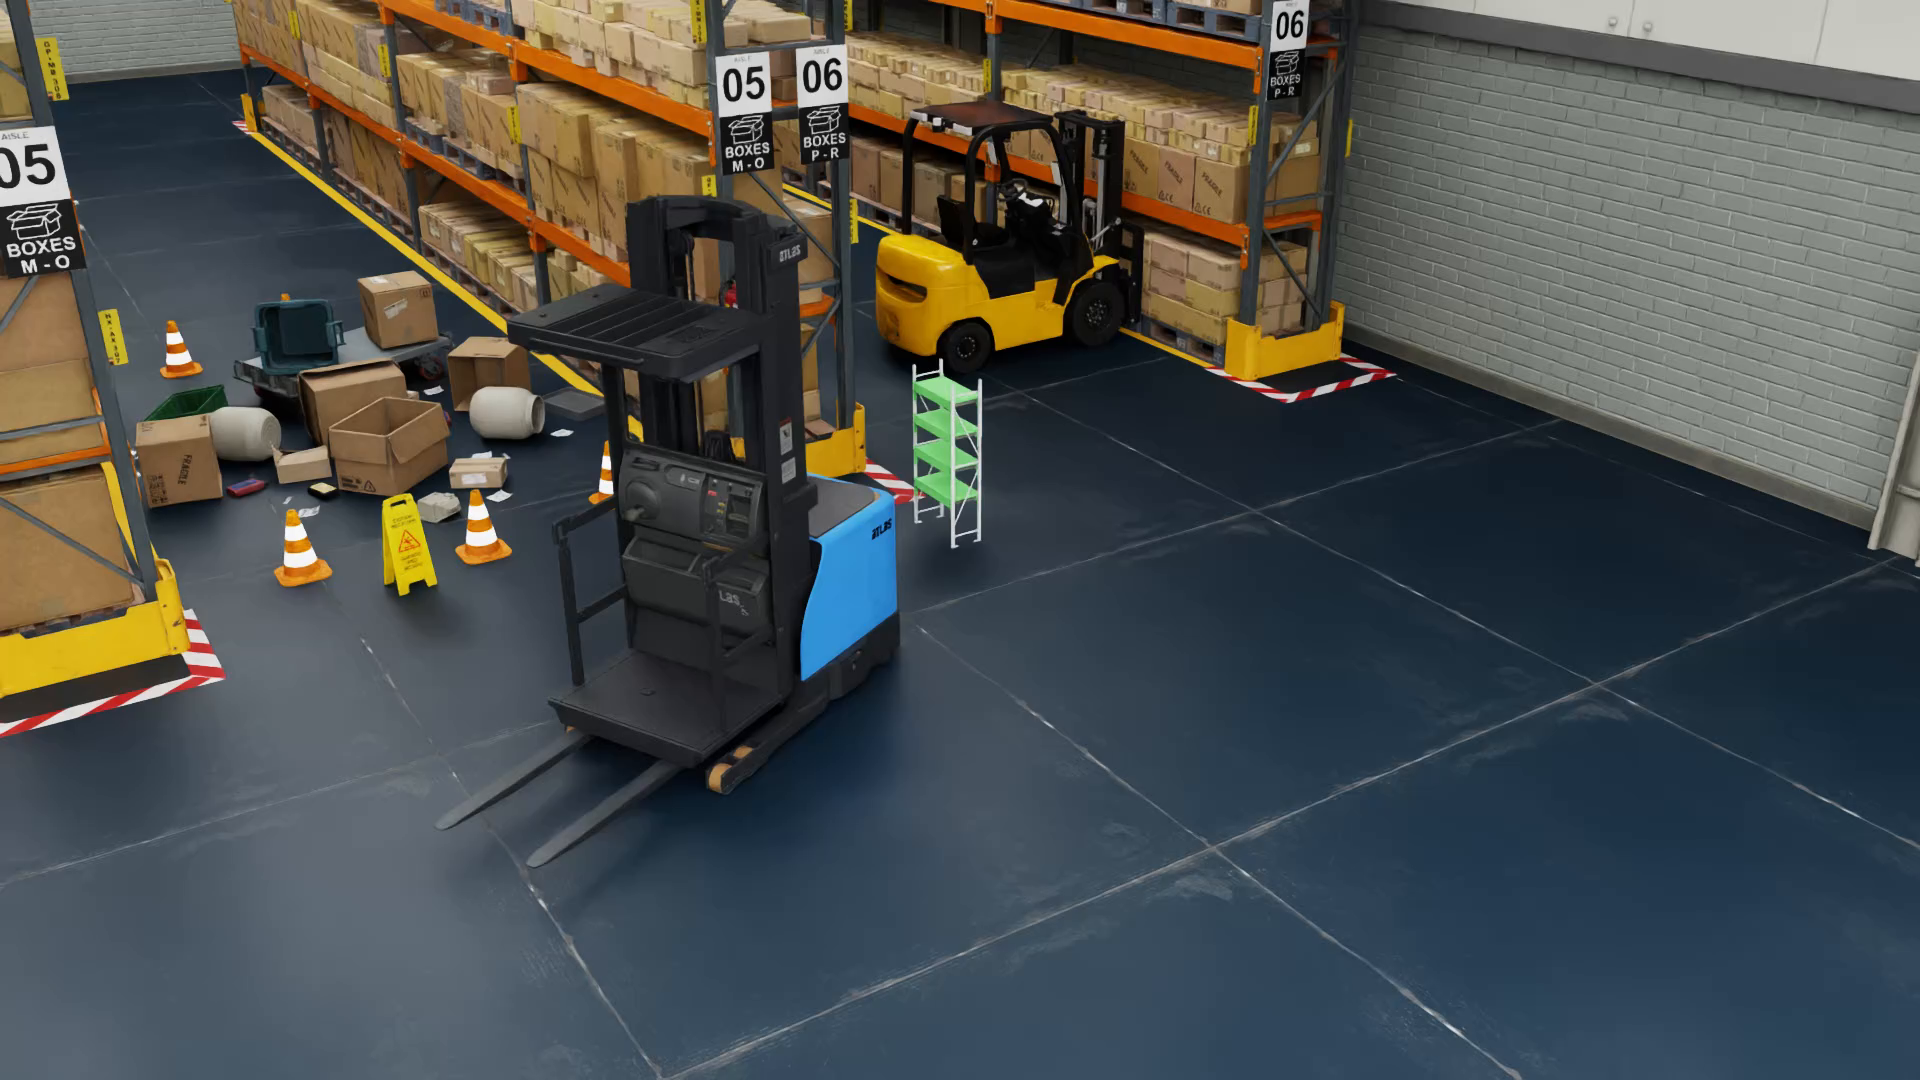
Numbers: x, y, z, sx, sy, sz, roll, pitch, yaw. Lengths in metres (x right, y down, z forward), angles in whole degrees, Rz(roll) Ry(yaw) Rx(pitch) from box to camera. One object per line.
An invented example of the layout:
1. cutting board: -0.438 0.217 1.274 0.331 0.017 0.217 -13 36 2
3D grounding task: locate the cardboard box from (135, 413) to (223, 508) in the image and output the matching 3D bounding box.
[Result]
1. cardboard box: -5.812 -0.595 12.385 0.500 0.500 0.500 -10 27 -21

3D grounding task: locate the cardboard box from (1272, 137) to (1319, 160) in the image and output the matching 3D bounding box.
1. cardboard box: 2.946 -3.478 14.689 0.380 0.149 0.250 -16 30 -31

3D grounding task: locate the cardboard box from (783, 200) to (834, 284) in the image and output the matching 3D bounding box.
1. cardboard box: -1.270 -2.213 12.422 0.500 0.500 0.500 -16 30 -30

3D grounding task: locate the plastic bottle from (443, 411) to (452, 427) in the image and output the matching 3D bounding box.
1. plastic bottle: -4.294 -1.003 13.765 0.133 0.061 0.283 -10 27 -21

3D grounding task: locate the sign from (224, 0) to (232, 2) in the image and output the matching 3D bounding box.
1. sign: -10.446 -7.822 23.662 0.100 0.325 0.005 -16 29 -30

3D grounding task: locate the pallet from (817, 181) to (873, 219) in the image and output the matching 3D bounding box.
1. pallet: -1.037 -4.254 20.477 1.003 0.211 1.213 -16 29 -30

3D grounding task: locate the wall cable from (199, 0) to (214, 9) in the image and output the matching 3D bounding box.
1. wall cable: -13.075 -10.007 28.170 0.585 1.953 0.123 -16 29 -30

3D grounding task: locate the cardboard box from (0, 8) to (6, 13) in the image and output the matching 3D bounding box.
1. cardboard box: -5.944 -3.097 9.996 0.380 0.149 0.250 -16 30 -30

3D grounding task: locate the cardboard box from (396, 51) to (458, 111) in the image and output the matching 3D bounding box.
1. cardboard box: -5.559 -4.816 17.442 0.500 0.500 0.500 -16 30 -31

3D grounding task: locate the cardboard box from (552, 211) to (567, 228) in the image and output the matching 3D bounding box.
1. cardboard box: -3.342 -2.851 14.532 0.380 0.149 0.250 -15 29 -28

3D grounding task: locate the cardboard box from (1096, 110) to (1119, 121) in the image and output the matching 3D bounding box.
1. cardboard box: 1.511 -3.994 15.782 0.380 0.149 0.250 -16 30 -31

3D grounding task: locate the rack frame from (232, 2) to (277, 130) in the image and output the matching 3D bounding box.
1. rack frame: -9.978 -7.522 24.133 1.000 3.000 0.127 -16 29 -30

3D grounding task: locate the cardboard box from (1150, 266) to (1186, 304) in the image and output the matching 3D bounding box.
1. cardboard box: 2.121 -2.413 15.454 0.500 0.250 0.500 -16 30 -30

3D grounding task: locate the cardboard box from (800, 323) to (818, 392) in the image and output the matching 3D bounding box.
1. cardboard box: -1.465 -1.446 13.113 0.500 0.500 0.500 -17 30 -31

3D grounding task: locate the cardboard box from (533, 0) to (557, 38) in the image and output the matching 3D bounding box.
1. cardboard box: -3.127 -4.250 13.515 0.500 0.250 0.500 -16 30 -30

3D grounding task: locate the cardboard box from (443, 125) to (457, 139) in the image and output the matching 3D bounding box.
1. cardboard box: -5.022 -4.189 16.874 0.380 0.149 0.250 -14 29 -27

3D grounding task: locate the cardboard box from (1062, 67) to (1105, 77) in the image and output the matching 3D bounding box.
1. cardboard box: 1.260 -4.718 16.968 0.380 0.149 0.250 -16 30 -31

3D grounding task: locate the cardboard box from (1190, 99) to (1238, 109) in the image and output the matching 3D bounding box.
1. cardboard box: 2.351 -3.974 15.391 0.380 0.149 0.250 -15 29 -28

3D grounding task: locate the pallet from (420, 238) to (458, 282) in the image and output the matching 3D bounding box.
1. pallet: -5.185 -3.120 18.074 1.003 0.211 1.213 -16 29 -30

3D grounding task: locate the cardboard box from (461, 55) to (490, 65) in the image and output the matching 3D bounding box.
1. cardboard box: -4.838 -4.750 17.304 0.500 0.500 0.500 -16 30 -30

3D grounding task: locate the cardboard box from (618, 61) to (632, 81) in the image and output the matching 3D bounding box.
1. cardboard box: -2.348 -3.569 12.540 0.380 0.149 0.250 -16 30 -31

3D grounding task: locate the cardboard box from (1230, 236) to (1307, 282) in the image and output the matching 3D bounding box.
1. cardboard box: 2.810 -2.572 15.205 0.500 0.250 0.500 -16 30 -30

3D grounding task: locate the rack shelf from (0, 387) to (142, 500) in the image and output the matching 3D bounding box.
1. rack shelf: -6.427 -1.000 11.159 1.077 0.370 4.000 -16 29 -30

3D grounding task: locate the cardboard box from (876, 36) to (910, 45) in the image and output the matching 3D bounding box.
1. cardboard box: -0.780 -5.914 19.849 0.380 0.149 0.250 -16 29 -30

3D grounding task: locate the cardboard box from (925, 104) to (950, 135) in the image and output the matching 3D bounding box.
1. cardboard box: -0.044 -4.618 18.157 0.500 0.250 0.500 -16 29 -30

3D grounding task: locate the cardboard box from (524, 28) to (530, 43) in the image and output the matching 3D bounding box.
1. cardboard box: -3.463 -4.303 14.094 0.380 0.149 0.250 -16 30 -30

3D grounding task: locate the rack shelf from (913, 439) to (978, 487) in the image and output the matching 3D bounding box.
1. rack shelf: -0.090 -0.544 11.609 0.258 0.148 0.480 -16 29 -30

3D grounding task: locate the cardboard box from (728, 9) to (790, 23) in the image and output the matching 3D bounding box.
1. cardboard box: -1.417 -3.664 11.807 0.380 0.149 0.250 -16 29 -30

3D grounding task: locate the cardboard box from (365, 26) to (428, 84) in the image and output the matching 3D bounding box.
1. cardboard box: -6.112 -5.282 18.100 0.500 0.500 0.500 -16 30 -31

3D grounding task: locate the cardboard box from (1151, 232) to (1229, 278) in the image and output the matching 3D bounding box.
1. cardboard box: 2.117 -2.630 15.327 0.500 0.250 0.500 -15 29 -29

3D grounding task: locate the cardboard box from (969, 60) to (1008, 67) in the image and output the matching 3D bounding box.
1. cardboard box: 0.323 -5.187 18.309 0.380 0.149 0.250 -16 30 -30

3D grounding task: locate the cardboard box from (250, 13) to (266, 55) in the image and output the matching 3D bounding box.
1. cardboard box: -9.394 -6.968 22.843 0.500 0.500 0.500 -16 29 -30

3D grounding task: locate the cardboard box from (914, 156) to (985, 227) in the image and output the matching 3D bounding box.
1. cardboard box: 0.018 -3.968 18.893 0.875 0.625 0.625 -16 30 -30

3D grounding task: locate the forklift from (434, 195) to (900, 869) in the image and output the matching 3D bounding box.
1. forklift: -1.545 -0.196 8.695 1.130 2.935 3.031 14 29 27

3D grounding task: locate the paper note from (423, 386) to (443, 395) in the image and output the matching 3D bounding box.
1. paper note: -4.567 -1.300 14.431 0.148 0.019 0.142 -16 29 -30

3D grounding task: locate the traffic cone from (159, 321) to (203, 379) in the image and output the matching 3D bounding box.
1. traffic cone: -6.986 -1.725 14.824 0.336 0.463 0.334 -16 29 -30

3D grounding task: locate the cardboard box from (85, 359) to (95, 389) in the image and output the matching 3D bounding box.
1. cardboard box: -6.095 -1.221 10.609 0.875 0.550 0.550 -16 29 -30

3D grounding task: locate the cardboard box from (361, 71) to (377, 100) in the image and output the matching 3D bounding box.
1. cardboard box: -6.371 -5.116 18.625 0.500 0.250 0.500 -16 30 -31

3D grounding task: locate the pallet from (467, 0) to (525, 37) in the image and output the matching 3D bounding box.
1. pallet: -3.675 -4.747 14.961 1.213 0.211 1.003 -16 29 -30

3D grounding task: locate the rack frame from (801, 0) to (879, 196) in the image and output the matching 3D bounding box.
1. rack frame: -1.454 -5.819 20.525 1.000 3.000 0.127 -16 29 -30

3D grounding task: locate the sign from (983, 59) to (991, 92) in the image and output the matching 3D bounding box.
1. sign: 0.281 -4.746 16.989 0.100 0.325 0.005 -16 29 -30

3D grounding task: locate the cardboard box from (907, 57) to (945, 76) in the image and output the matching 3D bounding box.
1. cardboard box: -0.365 -5.247 18.437 0.380 0.149 0.250 -15 29 -29

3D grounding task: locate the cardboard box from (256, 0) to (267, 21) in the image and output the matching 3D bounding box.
1. cardboard box: -9.106 -7.238 22.242 0.500 0.500 0.500 -15 29 -29

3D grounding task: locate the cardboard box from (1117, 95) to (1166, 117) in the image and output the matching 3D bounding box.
1. cardboard box: 1.699 -4.057 15.567 0.380 0.149 0.250 -15 29 -29

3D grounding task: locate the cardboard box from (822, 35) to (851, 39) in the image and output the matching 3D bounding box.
1. cardboard box: -1.526 -5.975 19.978 0.380 0.149 0.250 -15 29 -28

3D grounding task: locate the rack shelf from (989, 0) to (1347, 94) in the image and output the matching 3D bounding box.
1. rack shelf: 1.822 -4.704 15.492 1.077 0.370 4.000 -16 29 -30

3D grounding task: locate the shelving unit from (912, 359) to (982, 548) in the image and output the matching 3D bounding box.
1. shelving unit: -0.090 -0.602 11.582 0.258 1.200 0.503 -16 29 -30

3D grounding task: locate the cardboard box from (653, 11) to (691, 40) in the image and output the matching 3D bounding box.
1. cardboard box: -1.939 -3.643 11.763 0.380 0.149 0.250 -16 30 -30

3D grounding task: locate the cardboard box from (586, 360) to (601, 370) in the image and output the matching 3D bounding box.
1. cardboard box: -3.030 -1.714 14.559 0.500 0.250 0.500 -14 29 -27

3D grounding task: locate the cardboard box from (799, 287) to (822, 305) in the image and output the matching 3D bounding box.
1. cardboard box: -1.255 -1.856 12.424 0.380 0.149 0.250 -15 29 -29

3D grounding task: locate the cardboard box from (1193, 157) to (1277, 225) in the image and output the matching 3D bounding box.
1. cardboard box: 2.425 -3.118 14.686 0.500 0.500 0.500 -16 30 -31

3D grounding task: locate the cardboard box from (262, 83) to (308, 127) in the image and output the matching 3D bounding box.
1. cardboard box: -9.534 -6.341 24.140 0.875 0.438 0.875 -17 30 -31

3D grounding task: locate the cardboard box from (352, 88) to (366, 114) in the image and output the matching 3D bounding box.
1. cardboard box: -6.658 -5.076 19.128 0.500 0.250 0.500 -16 30 -30

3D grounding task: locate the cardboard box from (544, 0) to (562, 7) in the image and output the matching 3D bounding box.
1. cardboard box: -3.104 -4.362 13.285 0.380 0.149 0.250 -16 30 -30

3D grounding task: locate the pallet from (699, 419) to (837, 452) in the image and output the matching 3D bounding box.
1. pallet: -1.699 -0.865 13.296 1.003 0.211 1.213 -16 29 -30

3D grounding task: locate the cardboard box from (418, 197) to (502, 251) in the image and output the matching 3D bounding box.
1. cardboard box: -5.310 -3.458 18.110 0.950 0.372 0.625 -18 31 -33
